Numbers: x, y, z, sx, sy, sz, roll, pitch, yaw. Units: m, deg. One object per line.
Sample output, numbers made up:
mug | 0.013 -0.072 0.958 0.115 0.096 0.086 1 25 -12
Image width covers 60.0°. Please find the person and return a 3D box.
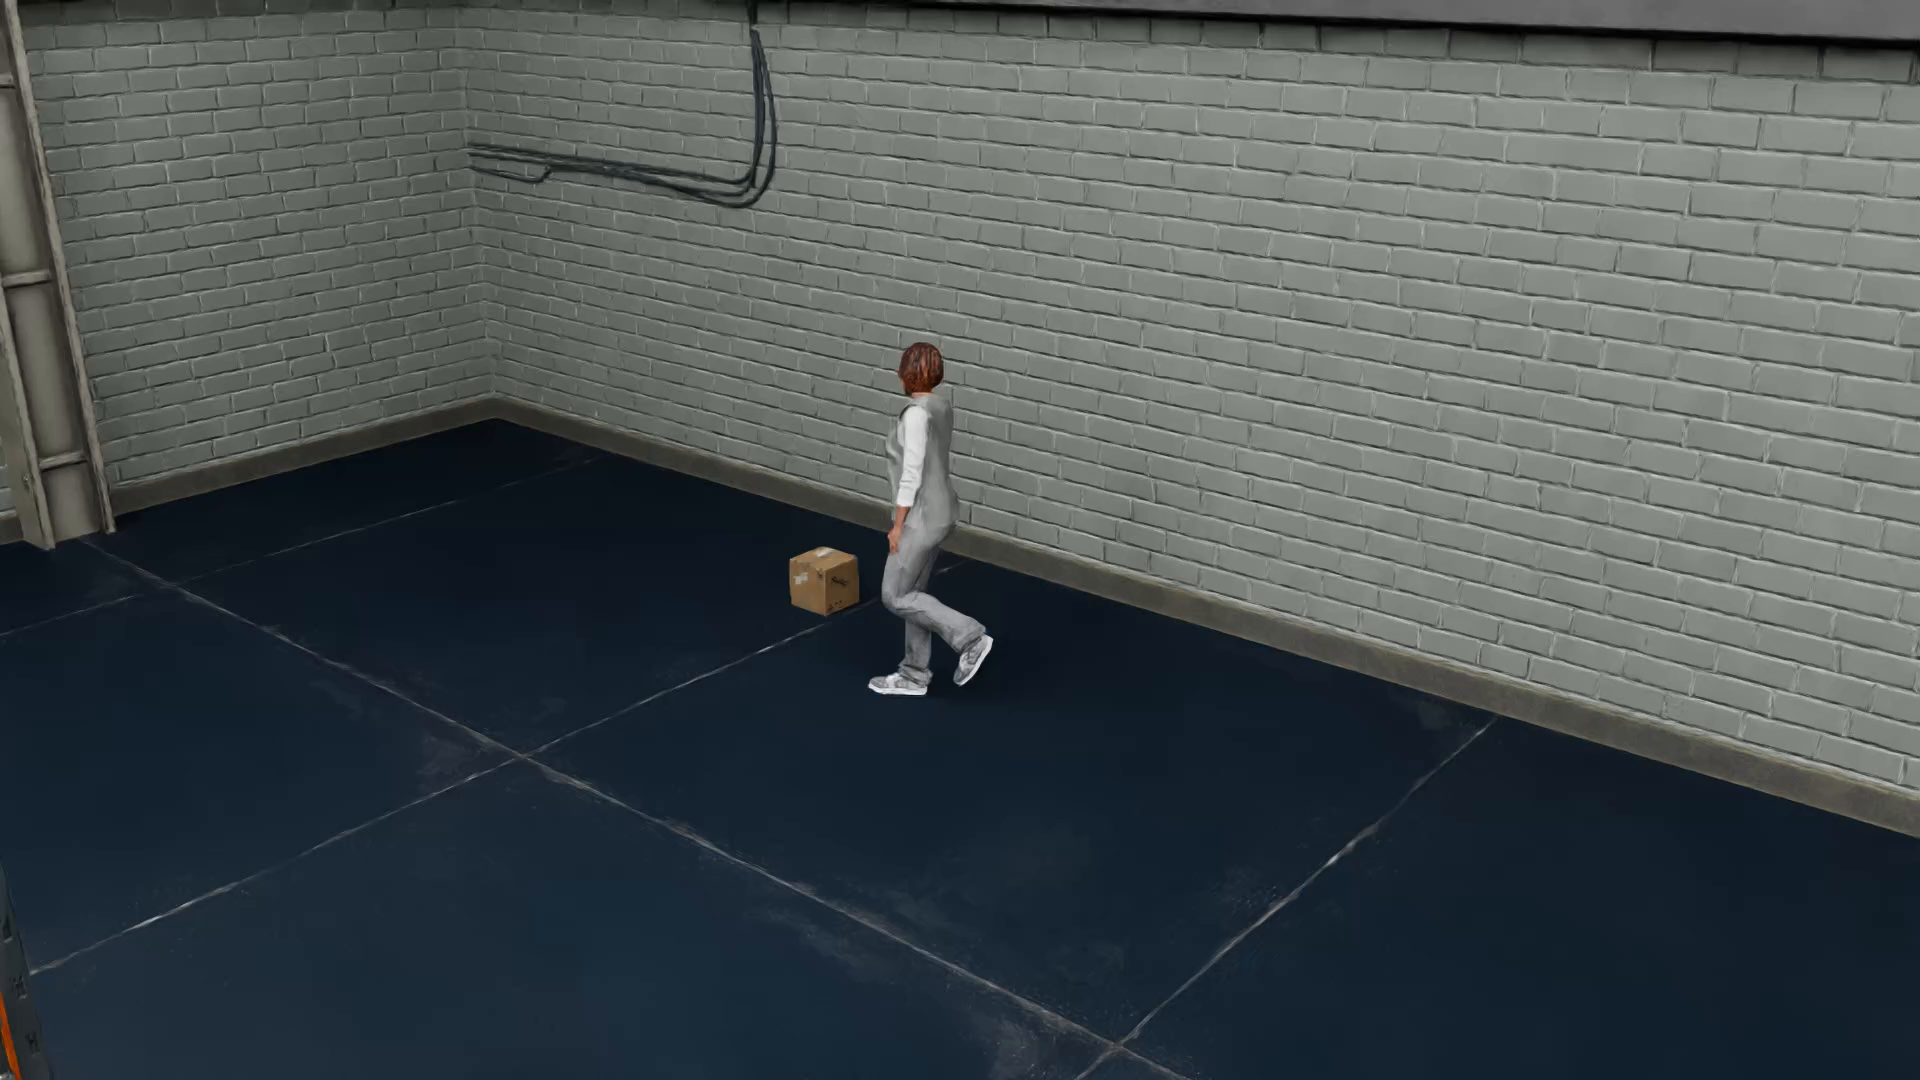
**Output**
person | -0.112 -0.066 7.300 0.576 1.563 0.464 5 21 12
